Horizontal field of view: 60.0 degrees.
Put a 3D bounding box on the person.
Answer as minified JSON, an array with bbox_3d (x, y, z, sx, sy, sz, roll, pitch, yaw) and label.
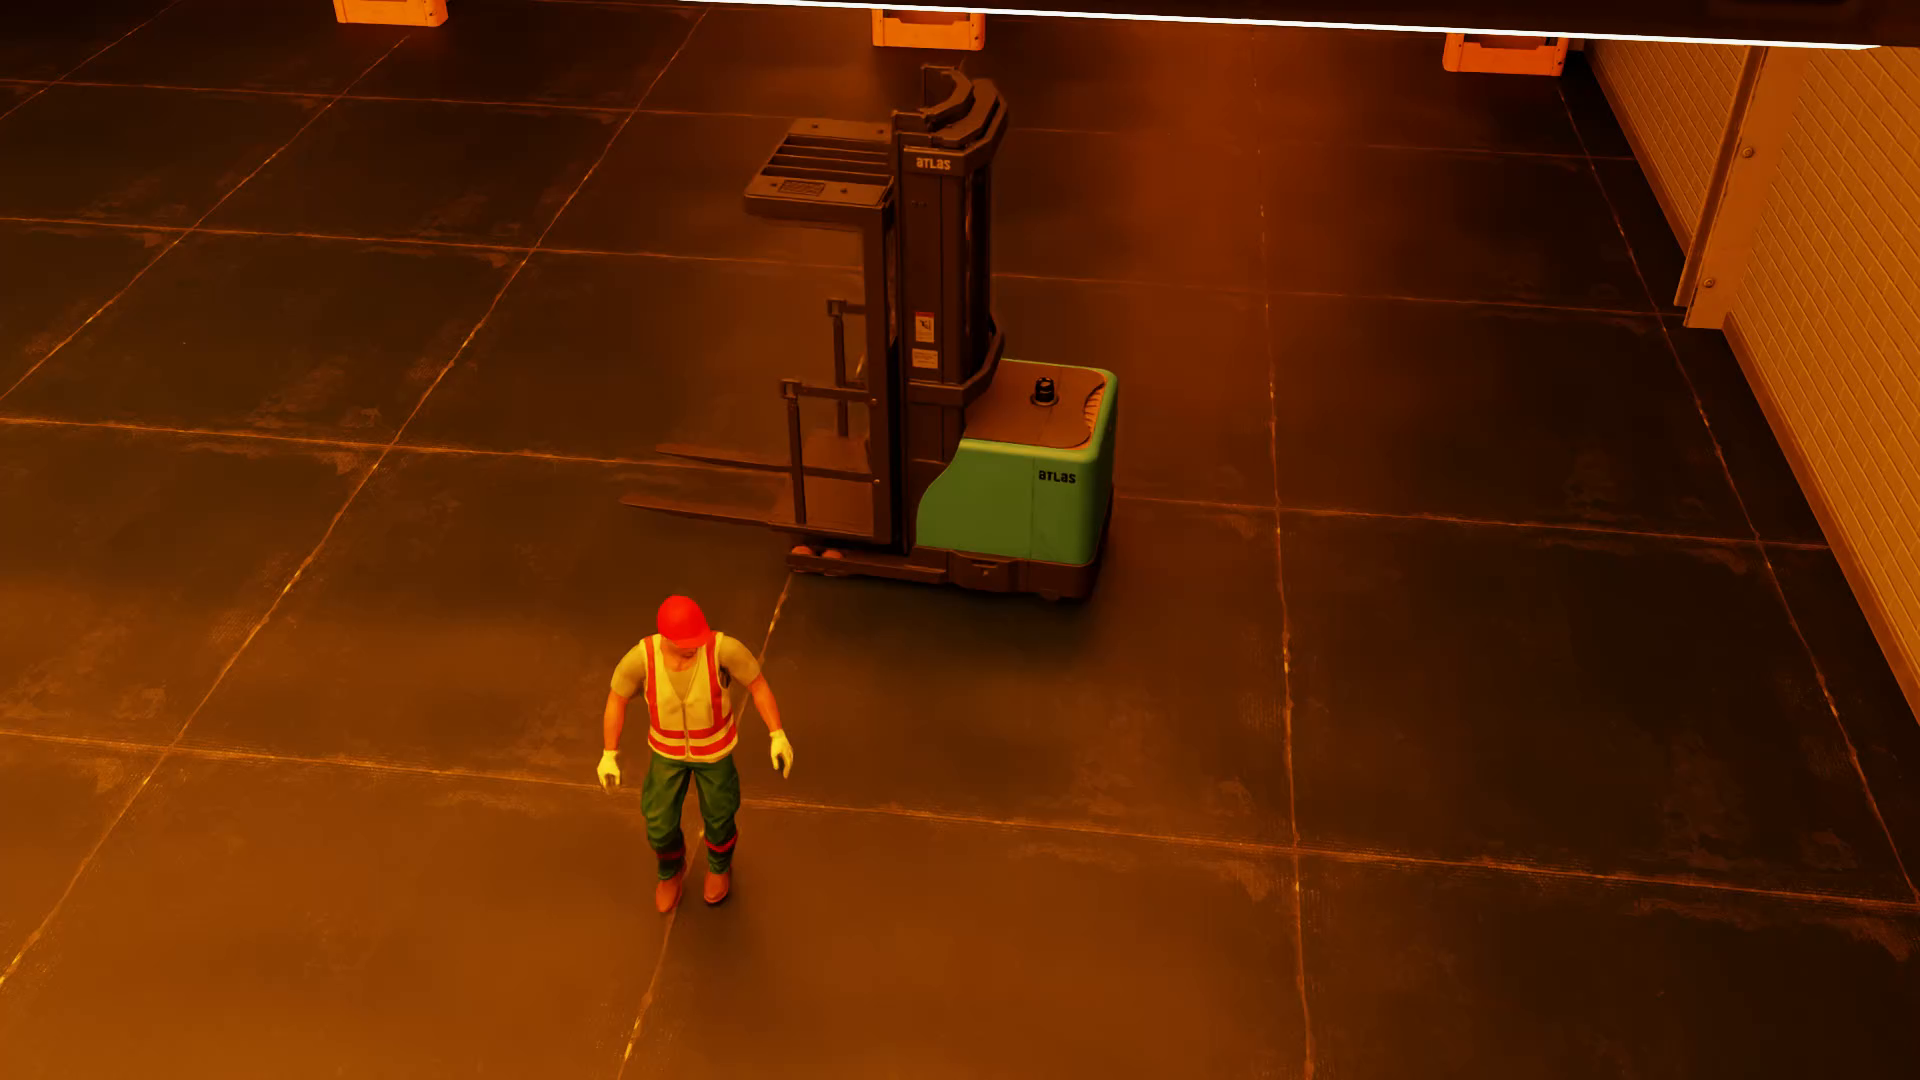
[{"bbox_3d":[-1.208,1.006,7.676,0.898,1.786,0.483,-1,36,-1],"label":"person"}]

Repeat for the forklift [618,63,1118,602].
[{"bbox_3d":[-0.599,-1.251,9.726,3.031,2.935,1.130,7,37,9],"label":"forklift"}]
